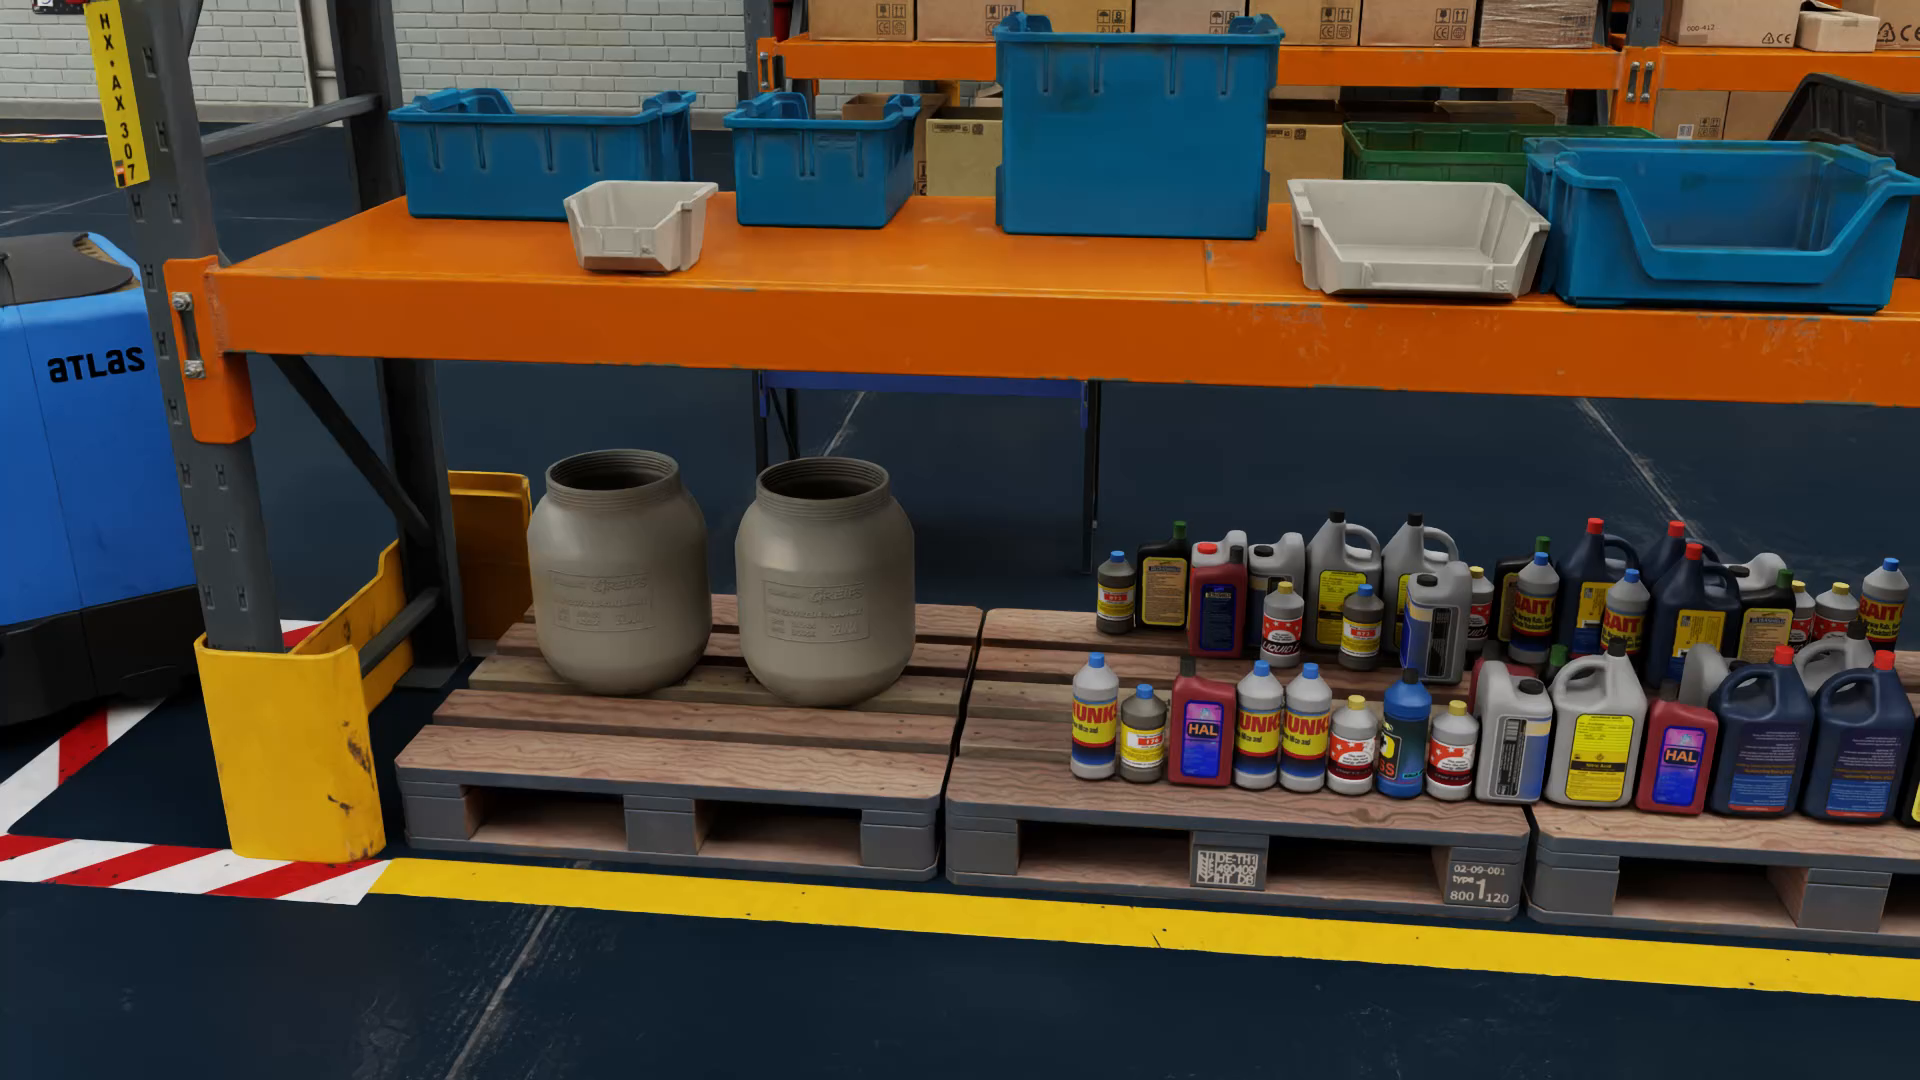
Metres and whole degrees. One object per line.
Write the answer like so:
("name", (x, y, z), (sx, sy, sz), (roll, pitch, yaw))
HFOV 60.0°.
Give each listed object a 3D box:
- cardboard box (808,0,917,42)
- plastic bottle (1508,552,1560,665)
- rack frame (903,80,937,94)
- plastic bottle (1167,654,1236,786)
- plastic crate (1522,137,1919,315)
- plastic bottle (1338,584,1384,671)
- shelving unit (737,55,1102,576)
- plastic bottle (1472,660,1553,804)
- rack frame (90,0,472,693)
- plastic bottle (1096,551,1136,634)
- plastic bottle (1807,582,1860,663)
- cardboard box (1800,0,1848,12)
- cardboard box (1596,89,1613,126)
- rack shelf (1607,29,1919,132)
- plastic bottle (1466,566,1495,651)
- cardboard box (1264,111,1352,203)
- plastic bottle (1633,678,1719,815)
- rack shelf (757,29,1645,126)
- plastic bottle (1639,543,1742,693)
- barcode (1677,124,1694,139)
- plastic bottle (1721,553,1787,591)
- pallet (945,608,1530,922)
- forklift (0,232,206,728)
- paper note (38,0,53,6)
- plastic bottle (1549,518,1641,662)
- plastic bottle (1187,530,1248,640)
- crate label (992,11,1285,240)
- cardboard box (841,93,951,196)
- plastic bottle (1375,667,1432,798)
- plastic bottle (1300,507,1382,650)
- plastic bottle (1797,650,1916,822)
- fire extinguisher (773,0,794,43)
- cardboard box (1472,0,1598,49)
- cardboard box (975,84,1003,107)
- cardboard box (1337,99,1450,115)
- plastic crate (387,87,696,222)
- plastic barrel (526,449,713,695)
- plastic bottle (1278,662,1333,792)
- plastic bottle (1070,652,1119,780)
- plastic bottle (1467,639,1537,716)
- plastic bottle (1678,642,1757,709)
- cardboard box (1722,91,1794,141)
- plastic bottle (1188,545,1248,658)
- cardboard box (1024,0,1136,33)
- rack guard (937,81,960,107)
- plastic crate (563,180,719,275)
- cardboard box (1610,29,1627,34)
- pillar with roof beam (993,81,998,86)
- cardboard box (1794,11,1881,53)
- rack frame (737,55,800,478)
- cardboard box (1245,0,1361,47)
("cardboard box", (-0.428, -2.719, 8.101), (0.500, 0.500, 0.700), (3, 22, 6))
("plastic bottle", (1.405, 0.161, 4.065), (0.097, 0.271, 0.097), (0, 22, 0))
("rack frame", (-0.310, -4.506, 12.758), (0.127, 3.000, 1.000), (2, 22, 6))
("plastic bottle", (0.510, 0.378, 3.499), (0.133, 0.283, 0.061), (3, 22, 7))
("plastic crate", (1.365, -0.596, 3.069), (0.616, 0.251, 0.499), (2, 22, 6))
("plastic bottle", (0.978, 0.206, 4.047), (0.097, 0.201, 0.097), (0, 22, 0))
("shelving unit", (-0.085, -0.701, 5.173), (1.048, 1.500, 0.538), (2, 22, 6))
("plastic bottle", (1.150, 0.393, 3.473), (0.135, 0.276, 0.152), (3, 22, 7))
("rack frame", (-1.476, -0.889, 3.609), (0.127, 3.000, 1.000), (2, 22, 6))
("plastic bottle", (0.399, 0.127, 4.246), (0.097, 0.201, 0.097), (0, 22, 0))
("plastic bottle", (2.130, 0.203, 4.055), (0.097, 0.201, 0.097), (0, 22, 0))
("cardboard box", (3.977, -2.491, 7.843), (0.258, 0.266, 0.396), (2, 22, 5))
("cardboard box", (4.914, -3.345, 12.623), (0.500, 0.500, 0.700), (2, 22, 5))
("rack shelf", (5.069, -2.103, 7.658), (4.000, 0.370, 1.077), (2, 22, 6))
("plastic bottle", (1.277, 0.165, 4.149), (0.097, 0.201, 0.097), (0, 22, 0))
("cardboard box", (1.604, -1.776, 8.001), (0.500, 0.500, 0.500), (2, 22, 6))
("plastic bottle", (1.465, 0.420, 3.394), (0.133, 0.283, 0.061), (4, 22, 10))
("rack shelf", (1.096, -2.276, 8.096), (4.000, 0.370, 1.077), (2, 22, 6))
("plastic bottle", (1.726, 0.178, 3.915), (0.185, 0.351, 0.144), (2, 22, 6))
("barcode", (3.287, -1.850, 7.535), (0.075, 0.075, 0.001), (2, 22, 6))
("plastic bottle", (1.907, 0.168, 4.041), (0.135, 0.276, 0.152), (3, 22, 8))
("pallet", (0.619, 0.485, 3.927), (1.213, 0.211, 1.003), (2, 22, 6))
("forklift", (-3.419, -0.806, 3.492), (3.031, 2.935, 1.130), (-15, 26, -33))
("paper note", (-8.089, -4.795, 14.687), (0.142, 0.148, 0.016), (2, 22, 6))
("plastic bottle", (1.556, 0.117, 4.069), (0.185, 0.351, 0.144), (2, 22, 4))
("plastic bottle", (0.646, 0.113, 4.180), (0.135, 0.276, 0.152), (3, 22, 7))
("crate label", (0.383, -0.925, 3.650), (0.616, 0.435, 0.502), (2, 22, 6))
("cardboard box", (-0.322, -2.048, 8.689), (0.500, 0.500, 0.500), (2, 22, 6))
("plastic bottle", (0.928, 0.395, 3.473), (0.097, 0.271, 0.097), (0, 22, 0))
("plastic bottle", (0.949, 0.090, 4.136), (0.185, 0.351, 0.144), (3, 22, 9))
("plastic bottle", (1.822, 0.389, 3.381), (0.185, 0.351, 0.144), (2, 22, 5))
("fire extinguisher", (-0.952, -2.836, 8.639), (0.183, 0.674, 0.296), (2, 22, 6))
("cardboard box", (2.641, -2.588, 7.769), (0.500, 0.500, 0.700), (2, 22, 5))
("cardboard box", (0.366, -3.398, 13.012), (0.500, 0.311, 0.500), (0, 22, 0))
("cardboard box", (2.161, -1.943, 8.423), (0.500, 0.500, 0.500), (2, 22, 6))
("plastic crate", (-0.944, -0.907, 3.858), (0.616, 0.251, 0.499), (2, 22, 6))
("plastic barrel", (-0.814, 0.073, 3.987), (0.421, 0.512, 0.421), (0, 22, 0))
("plastic bottle", (0.727, 0.387, 3.495), (0.097, 0.271, 0.097), (0, 22, 0))
("plastic bottle", (0.287, 0.367, 3.543), (0.097, 0.271, 0.097), (0, 22, 0))
("plastic bottle", (1.162, 0.350, 3.570), (0.133, 0.283, 0.061), (2, 22, 6))
("plastic bottle", (1.624, 0.360, 3.556), (0.135, 0.276, 0.152), (2, 22, 6))
("cardboard box", (5.918, -3.290, 12.484), (0.500, 0.500, 0.700), (2, 22, 6))
("plastic bottle", (0.634, 0.149, 4.080), (0.133, 0.283, 0.061), (2, 22, 6))
("cardboard box", (0.587, -2.674, 7.989), (0.500, 0.500, 0.700), (3, 22, 7))
("rack guard", (-0.235, -3.340, 13.209), (0.348, 0.500, 1.175), (2, 22, 6))
("plastic crate", (-0.625, -0.610, 3.262), (0.250, 0.136, 0.298), (2, 22, 6))
("cardboard box", (4.832, -3.680, 12.451), (0.500, 0.250, 0.500), (2, 22, 5))
("pillar with roof beam", (-0.020, -6.010, 8.401), (0.400, 9.000, 9.100), (2, 22, 6))
("cardboard box", (3.938, -2.294, 7.505), (0.250, 0.149, 0.380), (2, 22, 6))
("rack frame", (-0.590, -0.723, 5.229), (0.032, 1.500, 0.500), (2, 22, 6))
("cardboard box", (1.619, -2.631, 7.880), (0.500, 0.500, 0.700), (3, 22, 7))
